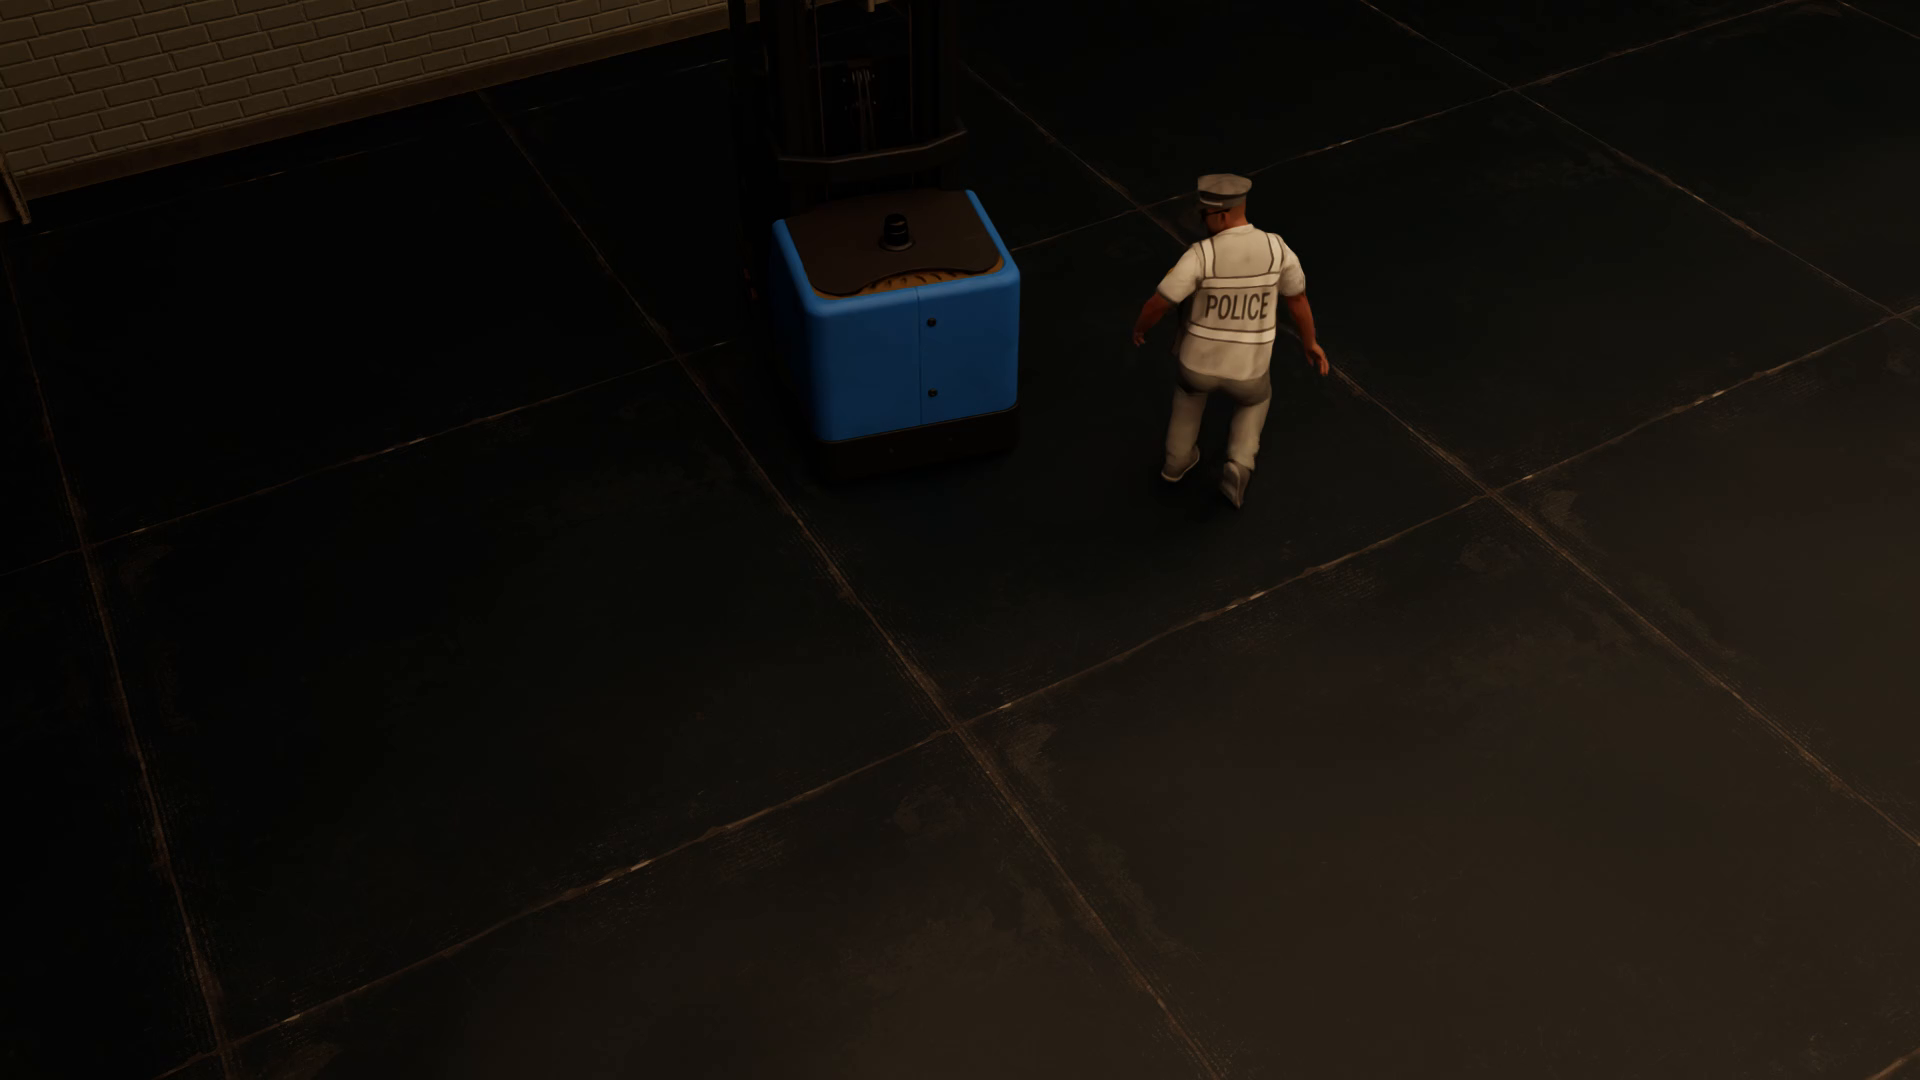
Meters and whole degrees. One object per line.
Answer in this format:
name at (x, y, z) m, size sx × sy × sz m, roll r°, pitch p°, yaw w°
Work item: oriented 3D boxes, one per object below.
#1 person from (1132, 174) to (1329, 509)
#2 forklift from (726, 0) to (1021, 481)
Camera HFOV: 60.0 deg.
person at (1.260, -0.881, 7.699) m, size 0.921 × 1.578 × 0.610 m, roll 3°, pitch 43°, yaw 4°
forklift at (-0.613, -2.376, 8.259) m, size 1.130 × 2.935 × 3.031 m, roll -11°, pitch 44°, yaw -12°
